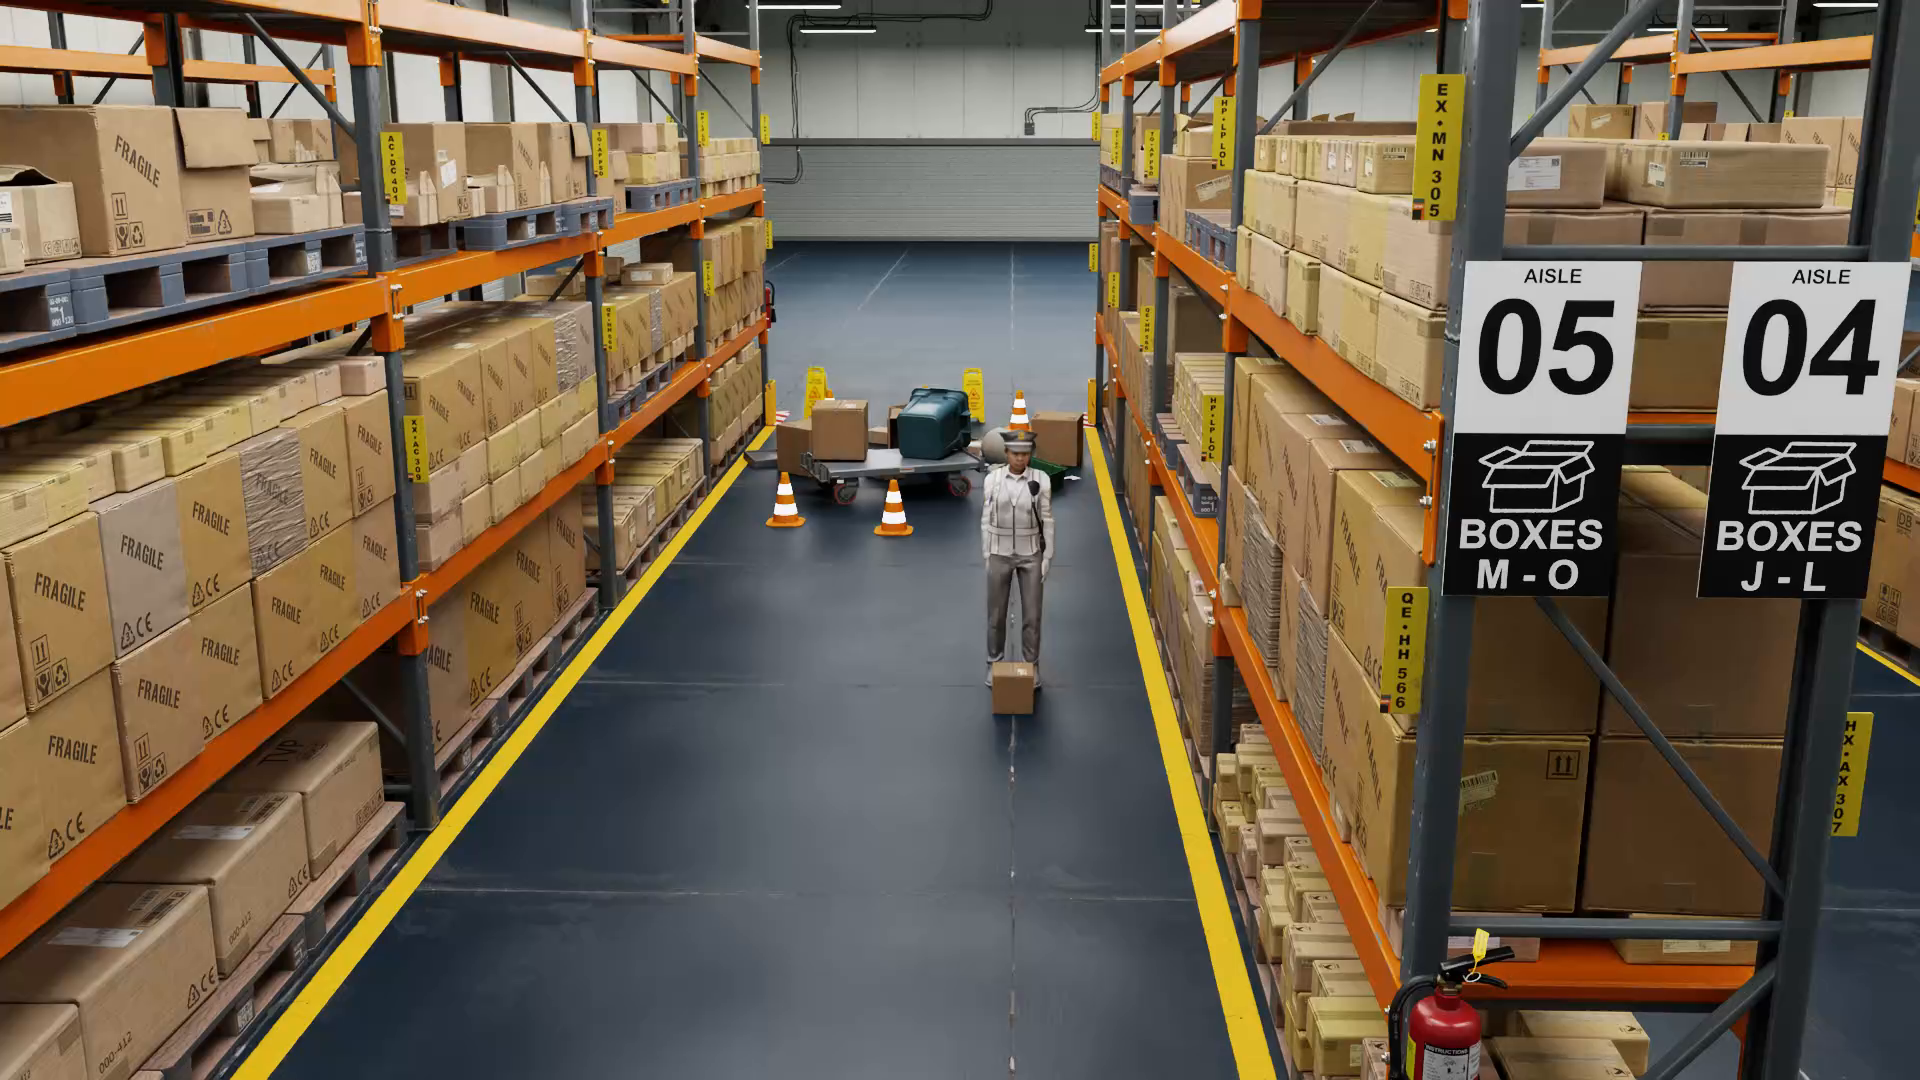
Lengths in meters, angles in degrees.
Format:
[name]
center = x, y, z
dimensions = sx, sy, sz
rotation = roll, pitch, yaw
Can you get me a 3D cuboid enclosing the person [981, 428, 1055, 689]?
[person]
center = 0.364, 0.116, 10.524
dimensions = 0.466, 1.673, 0.333
rotation = 1, 14, 3
